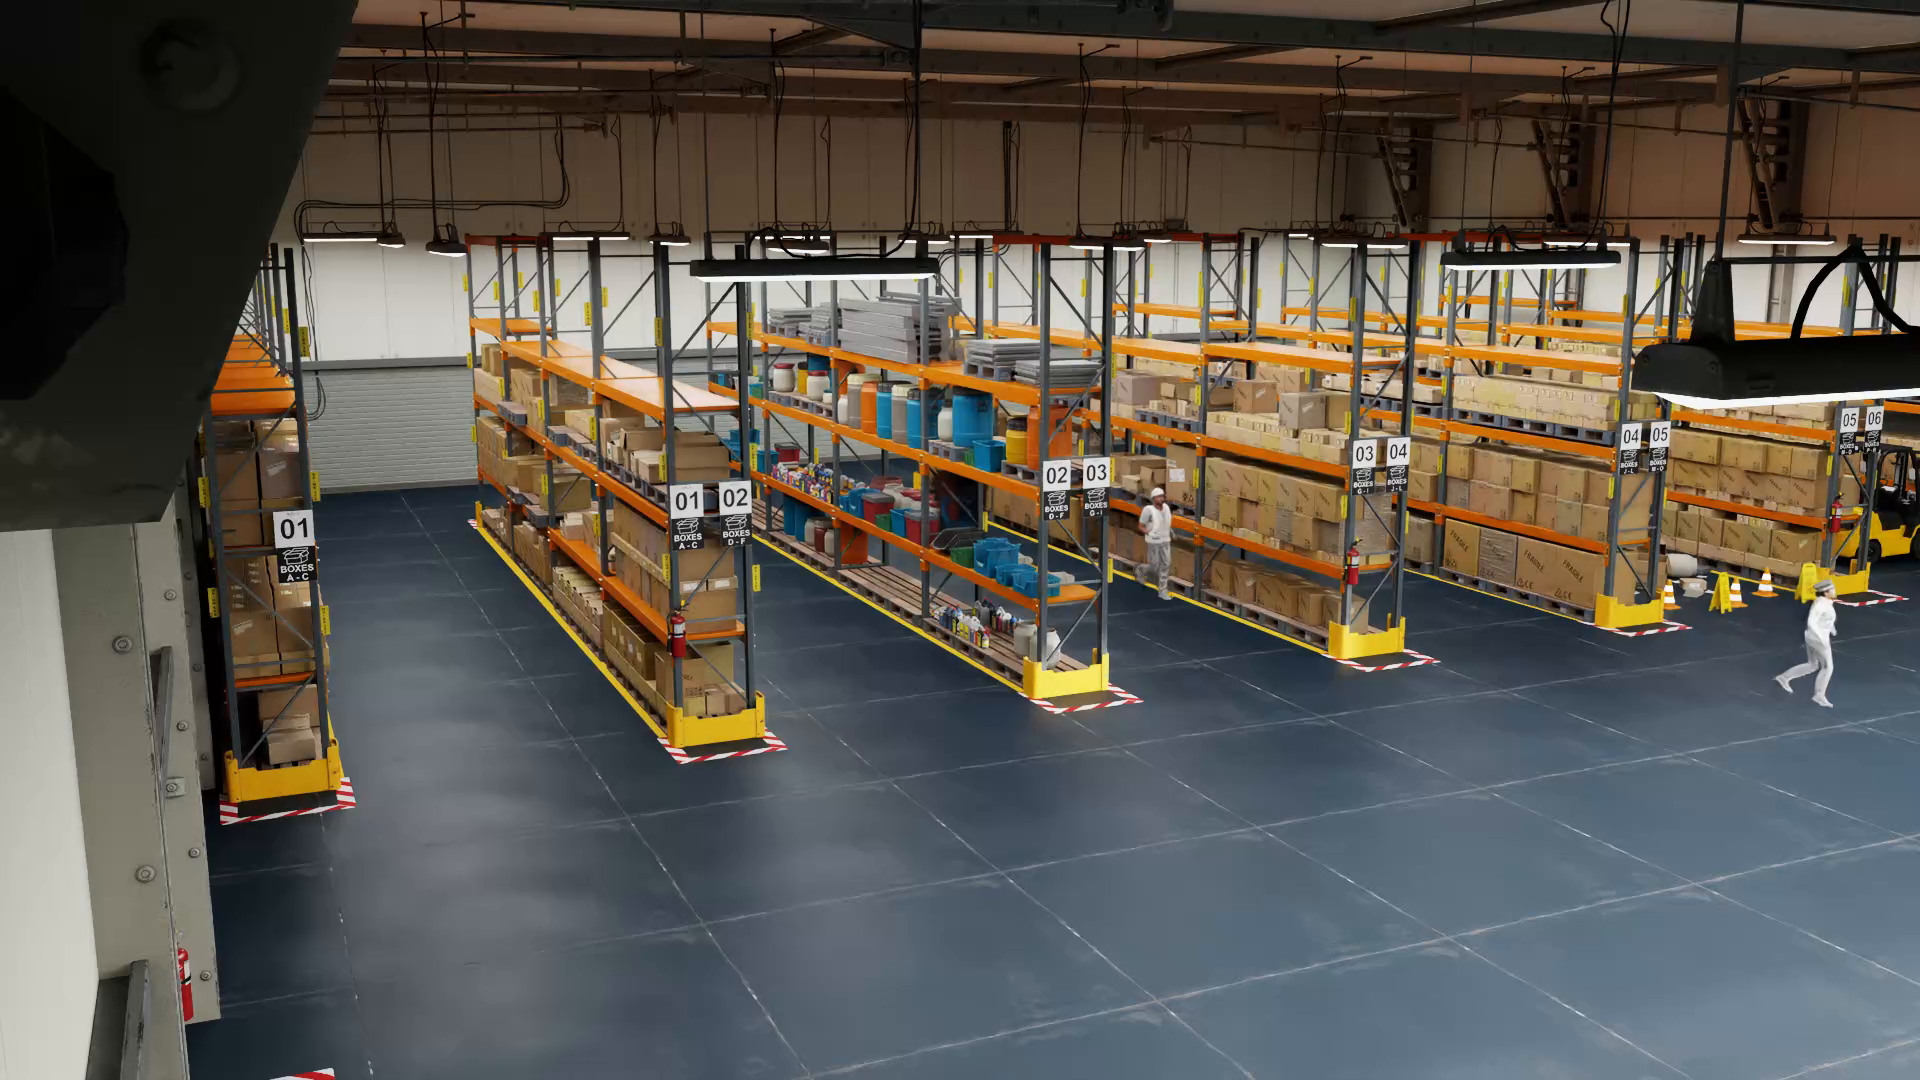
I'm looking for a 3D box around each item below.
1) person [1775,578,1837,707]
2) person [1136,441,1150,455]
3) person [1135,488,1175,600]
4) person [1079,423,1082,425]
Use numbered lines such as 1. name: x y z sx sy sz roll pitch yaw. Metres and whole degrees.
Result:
1. person: 11.203 1.333 21.912 0.709 1.738 0.622 5 12 22
2. person: 4.646 -2.702 42.478 0.582 1.721 0.688 -10 15 -41
3. person: 3.169 0.038 26.797 0.682 1.781 0.855 -6 13 -29
4. person: 2.757 -1.976 39.180 0.549 1.574 0.660 -2 11 -9
